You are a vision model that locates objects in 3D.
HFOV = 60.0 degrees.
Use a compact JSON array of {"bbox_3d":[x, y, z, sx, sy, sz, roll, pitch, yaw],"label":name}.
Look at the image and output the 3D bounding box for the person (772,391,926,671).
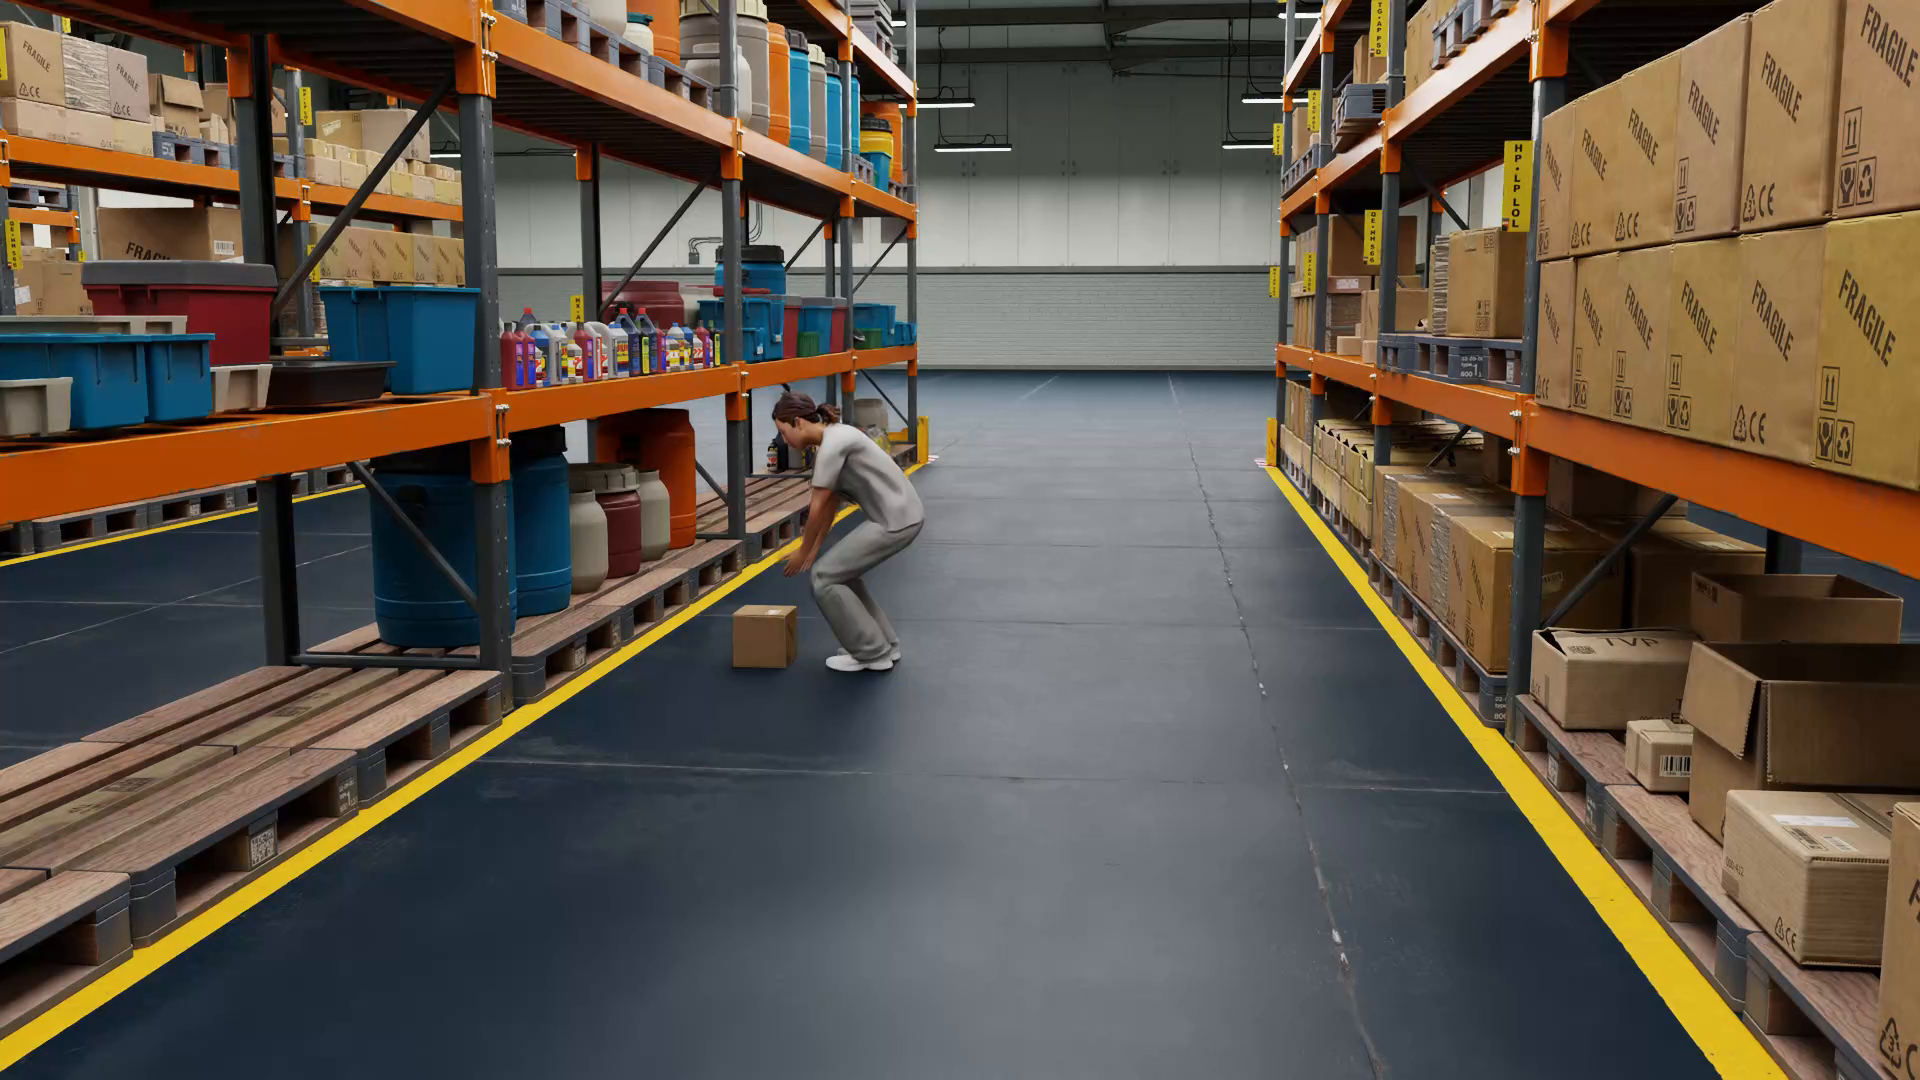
[{"bbox_3d":[-0.514,-0.043,7.642,0.697,1.275,0.495,1,8,6],"label":"person"}]
